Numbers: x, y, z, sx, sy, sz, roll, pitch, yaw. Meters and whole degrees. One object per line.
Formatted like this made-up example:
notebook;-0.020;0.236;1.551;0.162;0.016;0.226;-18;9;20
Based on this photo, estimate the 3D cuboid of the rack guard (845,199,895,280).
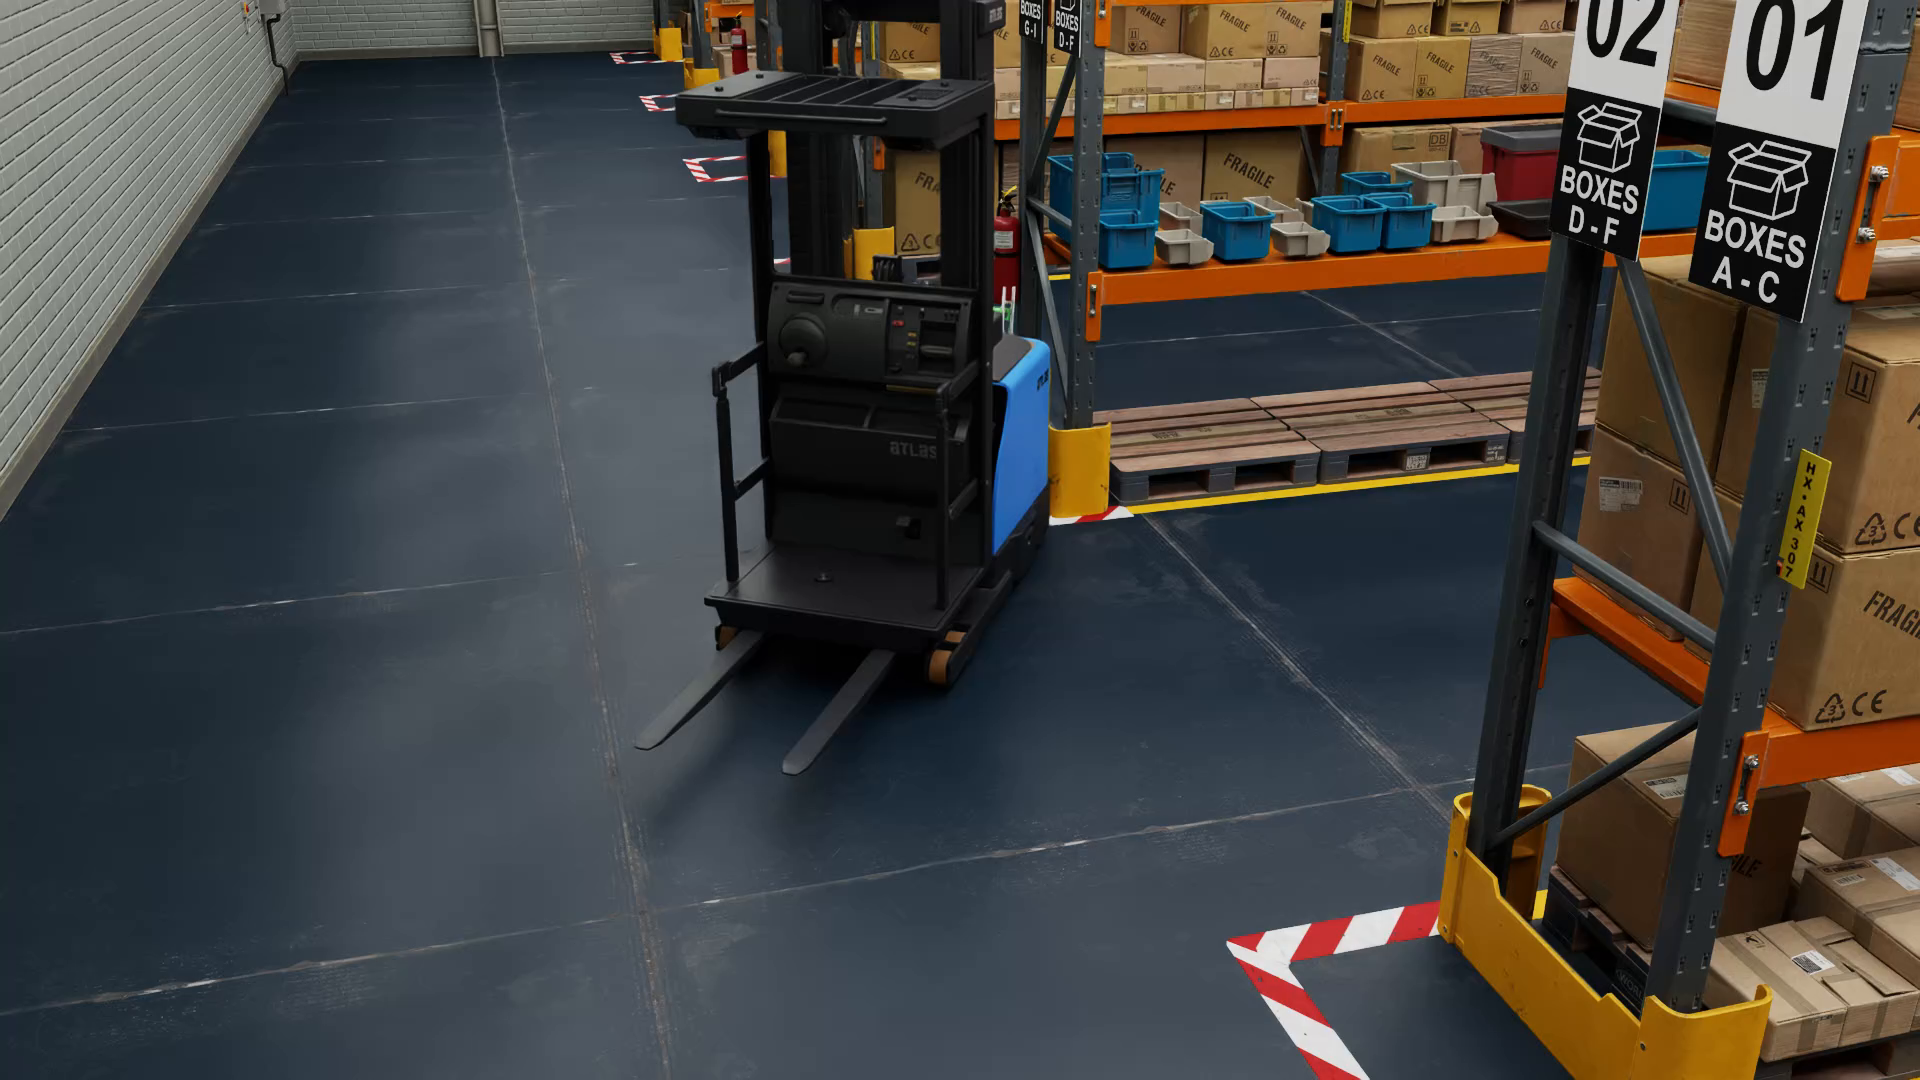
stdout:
rack guard;-0.836;-2.468;13.867;0.348;0.500;1.175;-6;24;-14

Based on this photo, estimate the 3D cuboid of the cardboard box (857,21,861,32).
cardboard box;-1.040;-5.705;17.738;0.500;0.500;0.500;-6;24;-14

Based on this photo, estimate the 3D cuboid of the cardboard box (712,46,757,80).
cardboard box;-2.882;-6.505;22.823;0.875;0.438;0.875;-7;24;-16

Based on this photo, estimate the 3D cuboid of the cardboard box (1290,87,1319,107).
cardboard box;2.833;-3.773;14.057;0.250;0.149;0.380;-6;24;-14

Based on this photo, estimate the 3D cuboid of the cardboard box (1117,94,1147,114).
cardboard box;1.350;-3.609;13.675;0.250;0.149;0.380;-6;24;-14

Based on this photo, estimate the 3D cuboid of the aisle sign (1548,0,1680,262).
aisle sign;1.711;-1.161;4.355;0.004;0.787;0.394;-6;24;-14

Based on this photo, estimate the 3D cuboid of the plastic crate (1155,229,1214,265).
plastic crate;1.182;-1.549;8.814;0.298;0.136;0.250;-6;24;-14

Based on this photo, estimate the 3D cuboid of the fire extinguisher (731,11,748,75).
fire extinguisher;-2.423;-5.454;18.228;0.183;0.674;0.296;-6;24;-14

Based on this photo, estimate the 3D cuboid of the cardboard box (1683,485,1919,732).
cardboard box;2.358;0.149;4.471;0.500;0.500;0.500;-6;24;-13

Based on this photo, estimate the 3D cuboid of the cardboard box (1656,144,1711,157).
cardboard box;6.219;-3.622;15.549;0.875;0.875;1.225;-7;24;-17

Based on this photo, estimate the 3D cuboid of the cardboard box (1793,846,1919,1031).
cardboard box;2.941;1.200;5.077;0.500;0.250;0.500;-6;24;-14

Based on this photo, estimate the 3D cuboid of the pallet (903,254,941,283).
pallet;-0.065;-2.452;14.198;1.213;0.211;1.003;-6;24;-14

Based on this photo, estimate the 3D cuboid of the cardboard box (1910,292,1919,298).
cardboard box;2.859;-0.369;4.410;0.500;0.500;0.500;-6;24;-14

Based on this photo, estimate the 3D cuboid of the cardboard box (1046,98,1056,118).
cardboard box;0.607;-3.526;13.482;0.250;0.149;0.380;-7;24;-15

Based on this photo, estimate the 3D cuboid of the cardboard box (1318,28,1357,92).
cardboard box;3.415;-4.244;14.711;0.500;0.500;0.500;-6;24;-14

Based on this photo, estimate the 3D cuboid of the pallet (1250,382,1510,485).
pallet;2.502;-0.659;10.017;1.213;0.211;1.003;-6;24;-14

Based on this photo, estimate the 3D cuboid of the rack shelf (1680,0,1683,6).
rack shelf;6.302;-3.425;10.037;4.000;0.370;1.077;-6;24;-14

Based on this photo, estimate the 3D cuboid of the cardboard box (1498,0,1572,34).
cardboard box;4.909;-4.764;14.650;0.637;0.503;0.797;-6;24;-13

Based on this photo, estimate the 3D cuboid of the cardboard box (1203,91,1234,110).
cardboard box;2.090;-3.691;13.866;0.250;0.149;0.380;-6;24;-13

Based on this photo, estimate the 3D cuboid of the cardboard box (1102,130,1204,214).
cardboard box;1.514;-3.126;14.393;0.875;0.875;0.875;-6;24;-14

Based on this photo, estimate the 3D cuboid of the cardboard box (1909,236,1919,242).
cardboard box;3.197;-0.626;5.010;0.500;0.500;0.500;-6;24;-13

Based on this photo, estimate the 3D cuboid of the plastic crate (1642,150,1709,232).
plastic crate;4.019;-2.006;9.564;0.575;0.384;0.392;-6;24;-14

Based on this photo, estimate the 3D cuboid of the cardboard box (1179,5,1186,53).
cardboard box;2.032;-4.454;14.188;0.500;0.500;0.500;-6;24;-14

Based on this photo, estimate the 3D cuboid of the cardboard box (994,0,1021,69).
cardboard box;0.203;-4.033;13.207;0.500;0.500;0.500;-7;24;-16

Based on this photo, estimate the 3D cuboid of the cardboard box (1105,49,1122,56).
cardboard box;1.061;-4.004;14.091;0.500;0.250;0.500;-6;24;-14

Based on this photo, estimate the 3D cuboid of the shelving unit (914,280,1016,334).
shelving unit;-0.009;-0.784;9.008;0.503;1.200;0.258;6;11;14

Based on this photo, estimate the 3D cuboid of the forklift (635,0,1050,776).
forklift;-0.464;-0.881;7.085;1.130;2.935;3.031;7;24;16

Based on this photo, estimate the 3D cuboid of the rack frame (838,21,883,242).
rack frame;-0.813;-3.619;13.380;0.127;3.000;1.000;-6;24;-14

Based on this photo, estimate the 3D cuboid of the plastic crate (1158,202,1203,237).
plastic crate;1.261;-1.800;9.400;0.243;0.136;0.396;-6;24;-14

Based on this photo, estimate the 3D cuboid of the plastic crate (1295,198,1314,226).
plastic crate;2.085;-1.903;9.640;0.250;0.136;0.298;-6;24;-14

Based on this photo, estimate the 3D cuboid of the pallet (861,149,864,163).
pallet;-1.191;-4.313;18.533;1.213;0.211;1.003;-6;24;-14

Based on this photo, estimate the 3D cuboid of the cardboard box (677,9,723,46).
cardboard box;-4.220;-8.340;27.017;0.637;0.503;0.797;-7;24;-16

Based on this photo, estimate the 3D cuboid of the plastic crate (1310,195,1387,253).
plastic crate;2.119;-1.731;9.116;0.300;0.233;0.416;-6;24;-14

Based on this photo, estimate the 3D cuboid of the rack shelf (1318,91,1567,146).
rack shelf;4.964;-3.927;15.011;4.000;0.370;1.077;-6;24;-14

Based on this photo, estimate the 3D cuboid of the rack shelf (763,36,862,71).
rack shelf;-0.130;-5.395;18.432;4.000;0.370;1.077;-6;24;-14

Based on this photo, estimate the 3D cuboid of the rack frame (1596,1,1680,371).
rack frame;4.376;-2.165;9.991;0.127;3.000;1.000;-6;24;-14

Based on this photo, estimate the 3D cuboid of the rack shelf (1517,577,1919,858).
rack shelf;3.785;0.260;5.252;4.000;0.370;1.077;-6;24;-14

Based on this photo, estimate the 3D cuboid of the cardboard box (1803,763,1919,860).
cardboard box;3.239;0.963;5.632;0.500;0.250;0.500;-6;24;-14

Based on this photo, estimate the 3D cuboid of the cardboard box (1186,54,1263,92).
cardboard box;2.186;-3.910;13.872;0.500;0.250;0.500;-6;24;-13

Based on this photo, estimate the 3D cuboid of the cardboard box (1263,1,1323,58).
cardboard box;2.668;-4.307;13.845;0.500;0.500;0.500;-6;24;-13

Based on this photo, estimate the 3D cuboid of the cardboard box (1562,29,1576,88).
cardboard box;5.500;-4.263;14.754;0.500;0.500;0.500;-7;24;-16

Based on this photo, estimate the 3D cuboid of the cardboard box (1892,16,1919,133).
cardboard box;2.422;-1.125;3.955;0.500;0.250;0.500;-6;24;-14

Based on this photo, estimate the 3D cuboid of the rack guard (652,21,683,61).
rack guard;-4.761;-8.125;27.051;0.348;0.500;1.175;-6;24;-14

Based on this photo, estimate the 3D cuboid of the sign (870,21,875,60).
sign;-0.669;-3.842;12.701;0.005;0.325;0.100;-6;24;-14

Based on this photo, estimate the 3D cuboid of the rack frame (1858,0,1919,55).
rack frame;1.859;-2.614;3.431;0.127;3.000;1.000;-6;24;-14

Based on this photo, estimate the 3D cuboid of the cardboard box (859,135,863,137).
cardboard box;-1.203;-4.498;18.135;0.250;0.149;0.380;-6;24;-15

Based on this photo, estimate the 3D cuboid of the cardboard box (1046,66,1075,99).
cardboard box;0.705;-3.745;13.488;0.500;0.250;0.500;-7;24;-16

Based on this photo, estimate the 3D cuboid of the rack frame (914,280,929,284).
rack frame;-0.244;-0.810;9.069;0.015;1.200;0.240;6;11;14

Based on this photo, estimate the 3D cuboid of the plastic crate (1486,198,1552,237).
plastic crate;3.371;-1.844;9.517;0.590;0.125;0.437;-6;24;-14

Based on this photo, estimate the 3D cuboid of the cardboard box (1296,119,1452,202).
cardboard box;3.649;-3.337;14.886;0.875;0.875;1.225;-6;24;-14

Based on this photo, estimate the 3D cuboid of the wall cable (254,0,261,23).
wall cable;-9.307;-7.776;21.780;0.122;1.984;0.588;-6;24;-14

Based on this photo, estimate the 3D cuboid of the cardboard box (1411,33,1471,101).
cardboard box;4.032;-4.099;14.372;0.500;0.500;0.500;-6;24;-14
